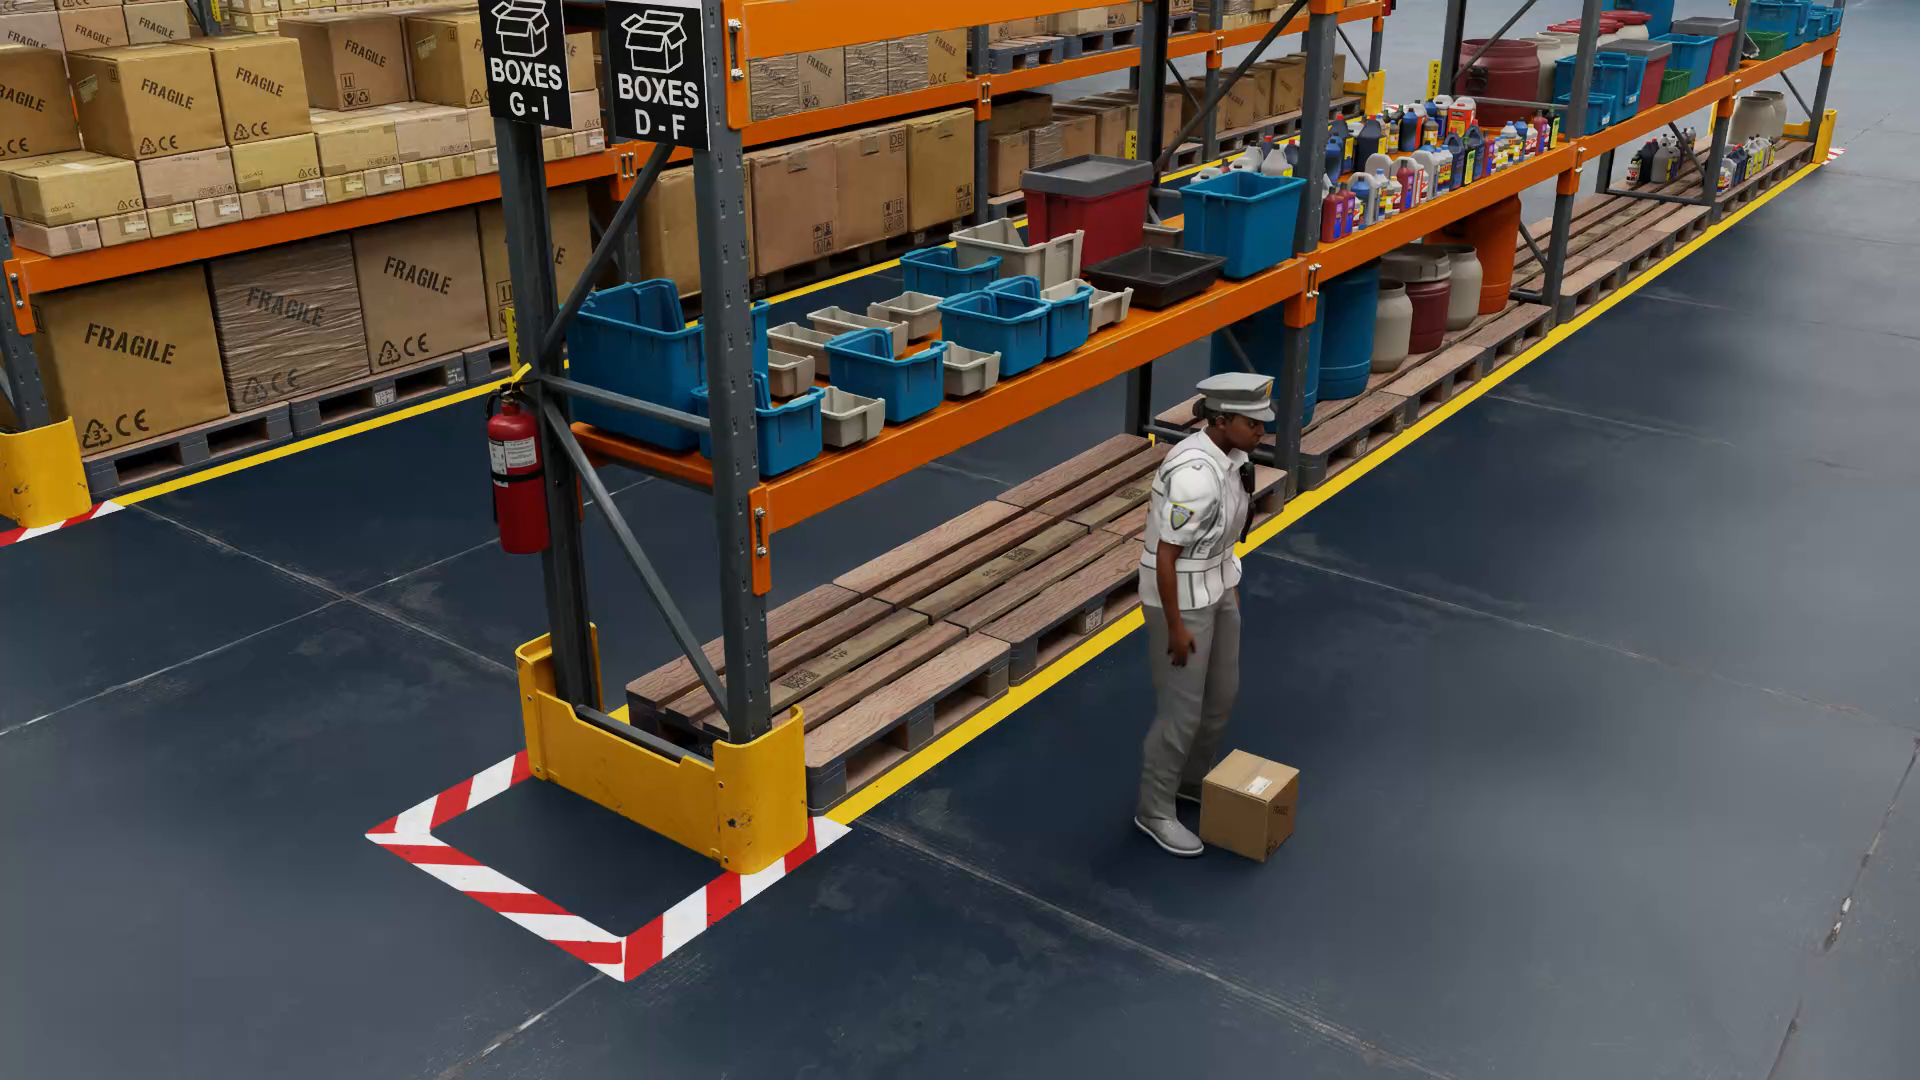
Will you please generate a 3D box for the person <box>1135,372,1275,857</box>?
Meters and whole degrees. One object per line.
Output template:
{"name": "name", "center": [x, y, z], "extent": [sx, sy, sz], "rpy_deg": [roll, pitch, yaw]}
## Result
{"name": "person", "center": [0.814, 0.226, 5.655], "extent": [0.395, 1.658, 0.525], "rpy_deg": [15, 28, 30]}
